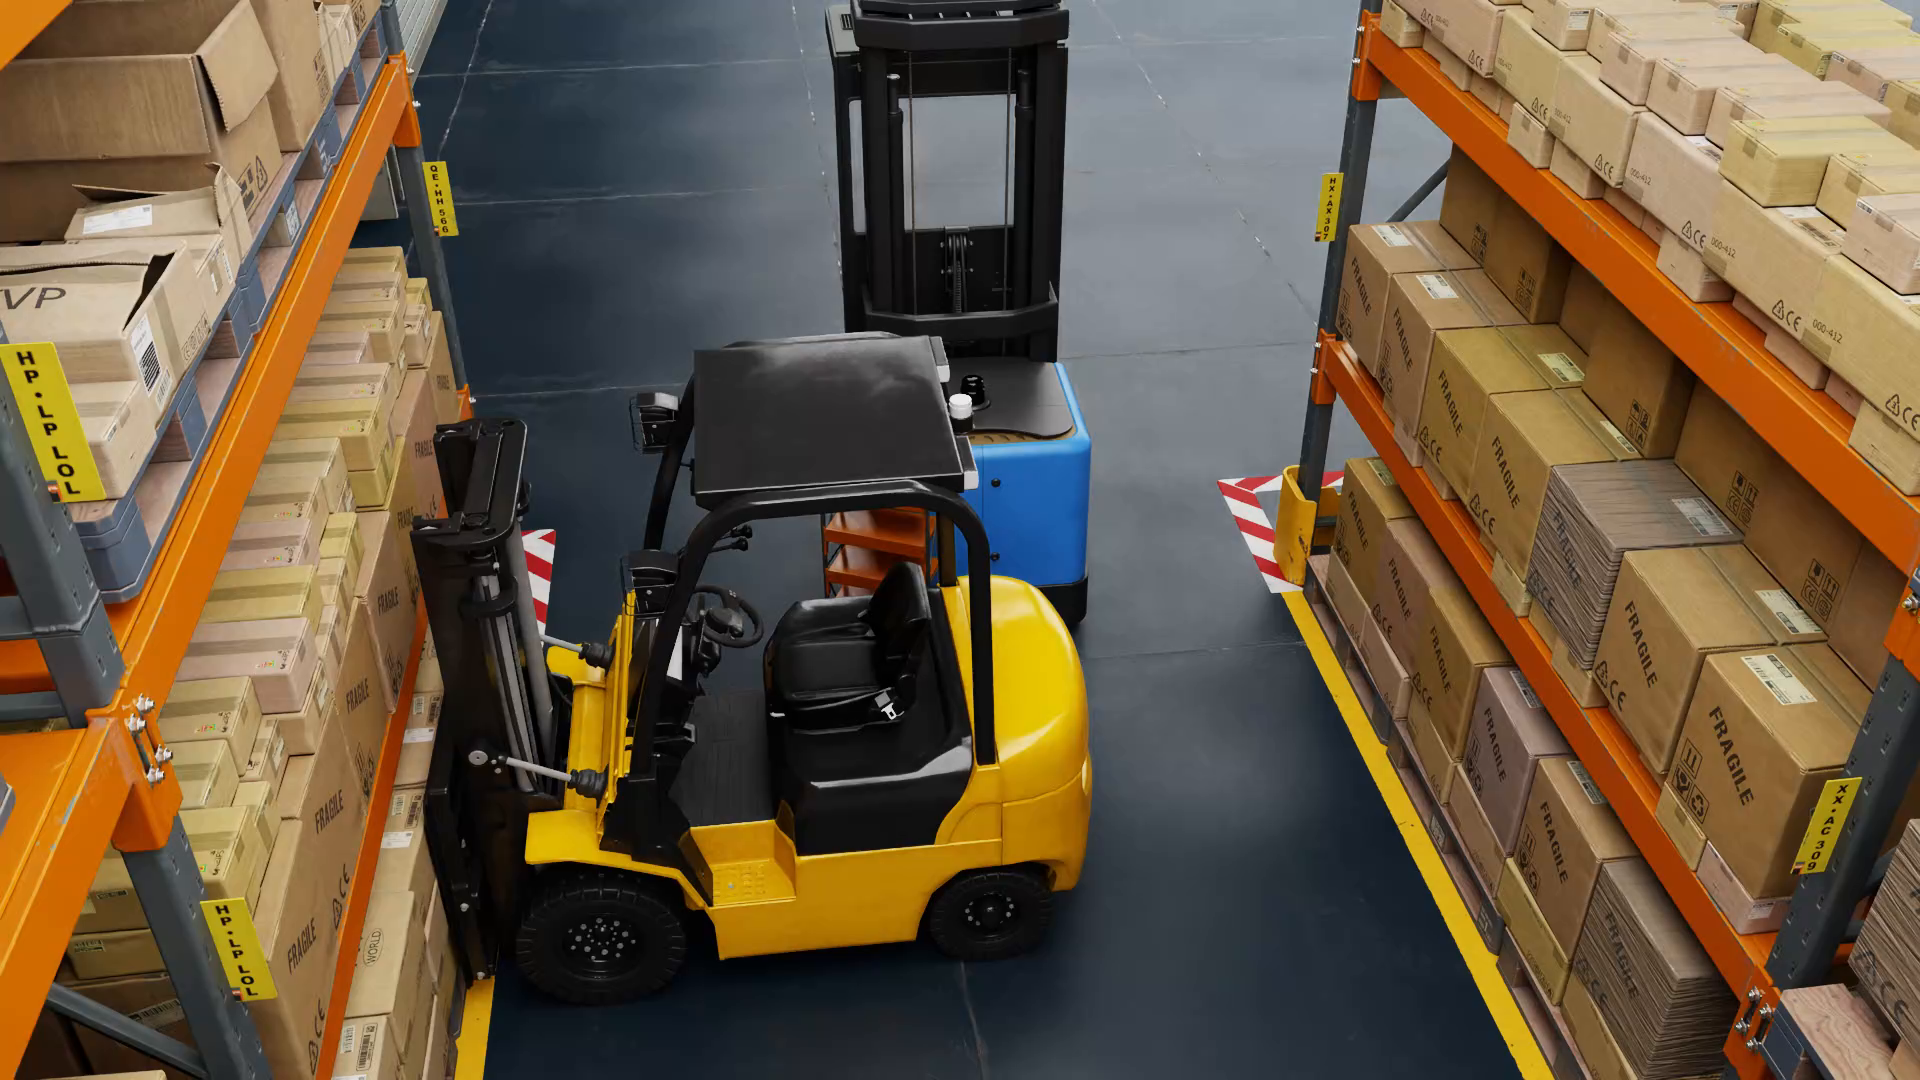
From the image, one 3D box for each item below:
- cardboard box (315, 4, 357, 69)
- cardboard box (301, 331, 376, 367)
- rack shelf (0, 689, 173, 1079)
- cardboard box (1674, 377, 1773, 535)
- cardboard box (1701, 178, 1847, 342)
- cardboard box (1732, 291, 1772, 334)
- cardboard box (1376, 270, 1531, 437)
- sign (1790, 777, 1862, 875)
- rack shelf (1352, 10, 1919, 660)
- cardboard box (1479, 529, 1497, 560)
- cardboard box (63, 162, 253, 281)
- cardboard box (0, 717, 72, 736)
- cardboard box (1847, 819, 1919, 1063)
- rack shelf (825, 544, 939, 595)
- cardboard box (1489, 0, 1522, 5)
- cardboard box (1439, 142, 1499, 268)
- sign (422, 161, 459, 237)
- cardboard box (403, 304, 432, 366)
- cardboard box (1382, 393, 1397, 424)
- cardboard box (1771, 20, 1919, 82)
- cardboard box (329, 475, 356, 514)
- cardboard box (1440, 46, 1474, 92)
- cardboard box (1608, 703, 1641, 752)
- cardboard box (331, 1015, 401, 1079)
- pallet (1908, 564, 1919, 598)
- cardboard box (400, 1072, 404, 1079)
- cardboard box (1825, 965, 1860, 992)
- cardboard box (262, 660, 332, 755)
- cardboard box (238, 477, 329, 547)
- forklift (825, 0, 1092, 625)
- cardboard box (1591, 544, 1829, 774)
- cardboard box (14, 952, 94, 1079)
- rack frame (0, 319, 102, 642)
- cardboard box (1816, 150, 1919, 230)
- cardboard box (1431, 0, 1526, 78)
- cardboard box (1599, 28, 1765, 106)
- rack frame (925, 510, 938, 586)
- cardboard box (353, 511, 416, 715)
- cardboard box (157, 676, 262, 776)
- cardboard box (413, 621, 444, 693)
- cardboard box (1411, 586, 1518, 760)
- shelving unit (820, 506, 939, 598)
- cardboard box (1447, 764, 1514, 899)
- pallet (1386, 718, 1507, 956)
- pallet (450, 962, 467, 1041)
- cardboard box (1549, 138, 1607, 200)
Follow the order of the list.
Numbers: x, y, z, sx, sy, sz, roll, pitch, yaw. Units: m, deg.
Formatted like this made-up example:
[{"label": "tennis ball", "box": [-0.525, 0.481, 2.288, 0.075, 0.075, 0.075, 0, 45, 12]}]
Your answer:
[{"label": "cardboard box", "box": [-2.295, -1.721, 5.709, 0.380, 0.149, 0.250, -5, 35, -8]}, {"label": "cardboard box", "box": [-2.365, -0.634, 6.088, 0.380, 0.149, 0.250, -4, 34, -6]}, {"label": "rack shelf", "box": [-1.901, 1.596, 1.719, 1.077, 0.370, 4.000, -4, 35, -6]}, {"label": "cardboard box", "box": [2.816, -0.364, 5.379, 0.700, 0.500, 0.500, -5, 35, -7]}, {"label": "cardboard box", "box": [2.353, -0.764, 4.413, 0.500, 0.250, 0.500, -5, 35, -7]}, {"label": "cardboard box", "box": [2.411, -0.678, 4.640, 0.380, 0.149, 0.250, -5, 35, -8]}, {"label": "cardboard box", "box": [2.072, -0.778, 6.875, 0.500, 0.500, 0.500, -3, 34, -5]}, {"label": "sign", "box": [2.212, 0.732, 4.243, 0.100, 0.325, 0.005, -4, 35, -6]}, {"label": "rack shelf", "box": [2.479, -1.014, 5.549, 1.077, 0.370, 4.000, -4, 35, -6]}, {"label": "cardboard box", "box": [2.212, -0.005, 6.317, 0.380, 0.149, 0.250, -5, 35, -8]}, {"label": "cardboard box", "box": [-2.068, -0.827, 4.295, 0.396, 0.266, 0.258, -5, 35, -8]}, {"label": "cardboard box", "box": [-2.554, 0.545, 4.358, 0.380, 0.149, 0.250, -5, 35, -7]}, {"label": "cardboard box", "box": [2.527, 0.990, 3.908, 0.500, 0.500, 0.500, -4, 34, -5]}, {"label": "rack shelf", "box": [-0.341, 0.164, 7.564, 0.480, 0.148, 0.258, 10, 36, 15]}, {"label": "cardboard box", "box": [2.038, -2.010, 5.887, 0.380, 0.149, 0.250, -4, 35, -7]}, {"label": "cardboard box", "box": [2.496, -1.496, 7.041, 0.700, 0.500, 0.500, -5, 35, -8]}, {"label": "sign", "box": [-2.168, -1.419, 6.930, 0.100, 0.325, 0.005, -4, 35, -6]}, {"label": "cardboard box", "box": [-2.320, -0.806, 6.605, 0.380, 0.149, 0.250, -4, 34, -6]}, {"label": "cardboard box", "box": [2.054, -0.585, 7.167, 0.380, 0.149, 0.250, -5, 35, -8]}, {"label": "cardboard box", "box": [2.739, -1.482, 5.113, 0.380, 0.149, 0.250, -4, 34, -5]}, {"label": "cardboard box", "box": [-2.242, -0.087, 5.549, 0.380, 0.149, 0.250, -5, 35, -7]}, {"label": "cardboard box", "box": [2.059, -1.823, 6.322, 0.380, 0.149, 0.250, -3, 34, -5]}, {"label": "cardboard box", "box": [2.385, 0.562, 5.485, 0.380, 0.149, 0.250, -5, 35, -7]}, {"label": "cardboard box", "box": [-1.924, 1.678, 4.804, 0.500, 0.250, 0.500, -5, 35, -7]}, {"label": "pallet", "box": [2.726, 0.235, 3.244, 1.213, 0.211, 1.003, -4, 35, -6]}, {"label": "cardboard box", "box": [-1.929, 1.885, 4.945, 0.500, 0.250, 0.500, -5, 35, -7]}, {"label": "cardboard box", "box": [2.937, 1.348, 5.512, 0.500, 0.500, 0.500, -3, 34, -4]}, {"label": "cardboard box", "box": [-2.011, 0.484, 4.711, 0.380, 0.149, 0.250, -4, 34, -5]}, {"label": "cardboard box", "box": [-2.221, -0.061, 5.247, 0.380, 0.149, 0.250, -4, 35, -6]}, {"label": "forklift", "box": [-0.074, -1.560, 8.436, 1.130, 2.935, 3.031, -4, 34, -6]}, {"label": "cardboard box", "box": [2.366, 0.364, 5.199, 0.500, 0.500, 0.500, -3, 34, -5]}, {"label": "cardboard box", "box": [-2.498, 1.151, 4.309, 0.500, 0.500, 0.500, -5, 35, -7]}, {"label": "rack frame", "box": [-2.170, -1.056, 2.309, 1.000, 3.000, 0.127, -4, 35, -6]}, {"label": "cardboard box", "box": [2.432, -0.872, 4.218, 0.380, 0.149, 0.250, -4, 34, -5]}, {"label": "cardboard box", "box": [2.072, -1.906, 6.088, 0.500, 0.250, 0.500, -5, 35, -7]}, {"label": "cardboard box", "box": [2.186, -1.439, 5.049, 0.380, 0.149, 0.250, -4, 34, -6]}, {"label": "rack frame", "box": [-0.108, 0.150, 7.465, 0.015, 1.200, 0.240, 10, 36, 15]}, {"label": "cardboard box", "box": [-2.173, 0.260, 5.617, 0.500, 0.500, 0.500, -4, 34, -6]}, {"label": "cardboard box", "box": [-2.086, 0.509, 4.410, 0.380, 0.149, 0.250, -5, 35, -7]}, {"label": "cardboard box", "box": [-2.184, 0.539, 6.477, 0.500, 0.250, 0.500, -4, 34, -6]}, {"label": "cardboard box", "box": [2.183, 0.522, 6.724, 0.500, 0.500, 0.500, -4, 34, -5]}, {"label": "shelving unit", "box": [-0.341, 0.108, 7.526, 0.503, 1.200, 0.258, 10, 36, 15]}, {"label": "cardboard box", "box": [2.257, 1.117, 6.516, 0.500, 0.250, 0.500, -4, 34, -6]}, {"label": "pallet", "box": [2.456, 1.142, 6.886, 1.003, 0.211, 1.213, -4, 35, -6]}, {"label": "pallet", "box": [-2.402, 1.446, 6.441, 1.003, 0.211, 1.213, -4, 35, -6]}, {"label": "cardboard box", "box": [2.187, -1.249, 5.478, 0.380, 0.149, 0.250, -5, 35, -8]}]
